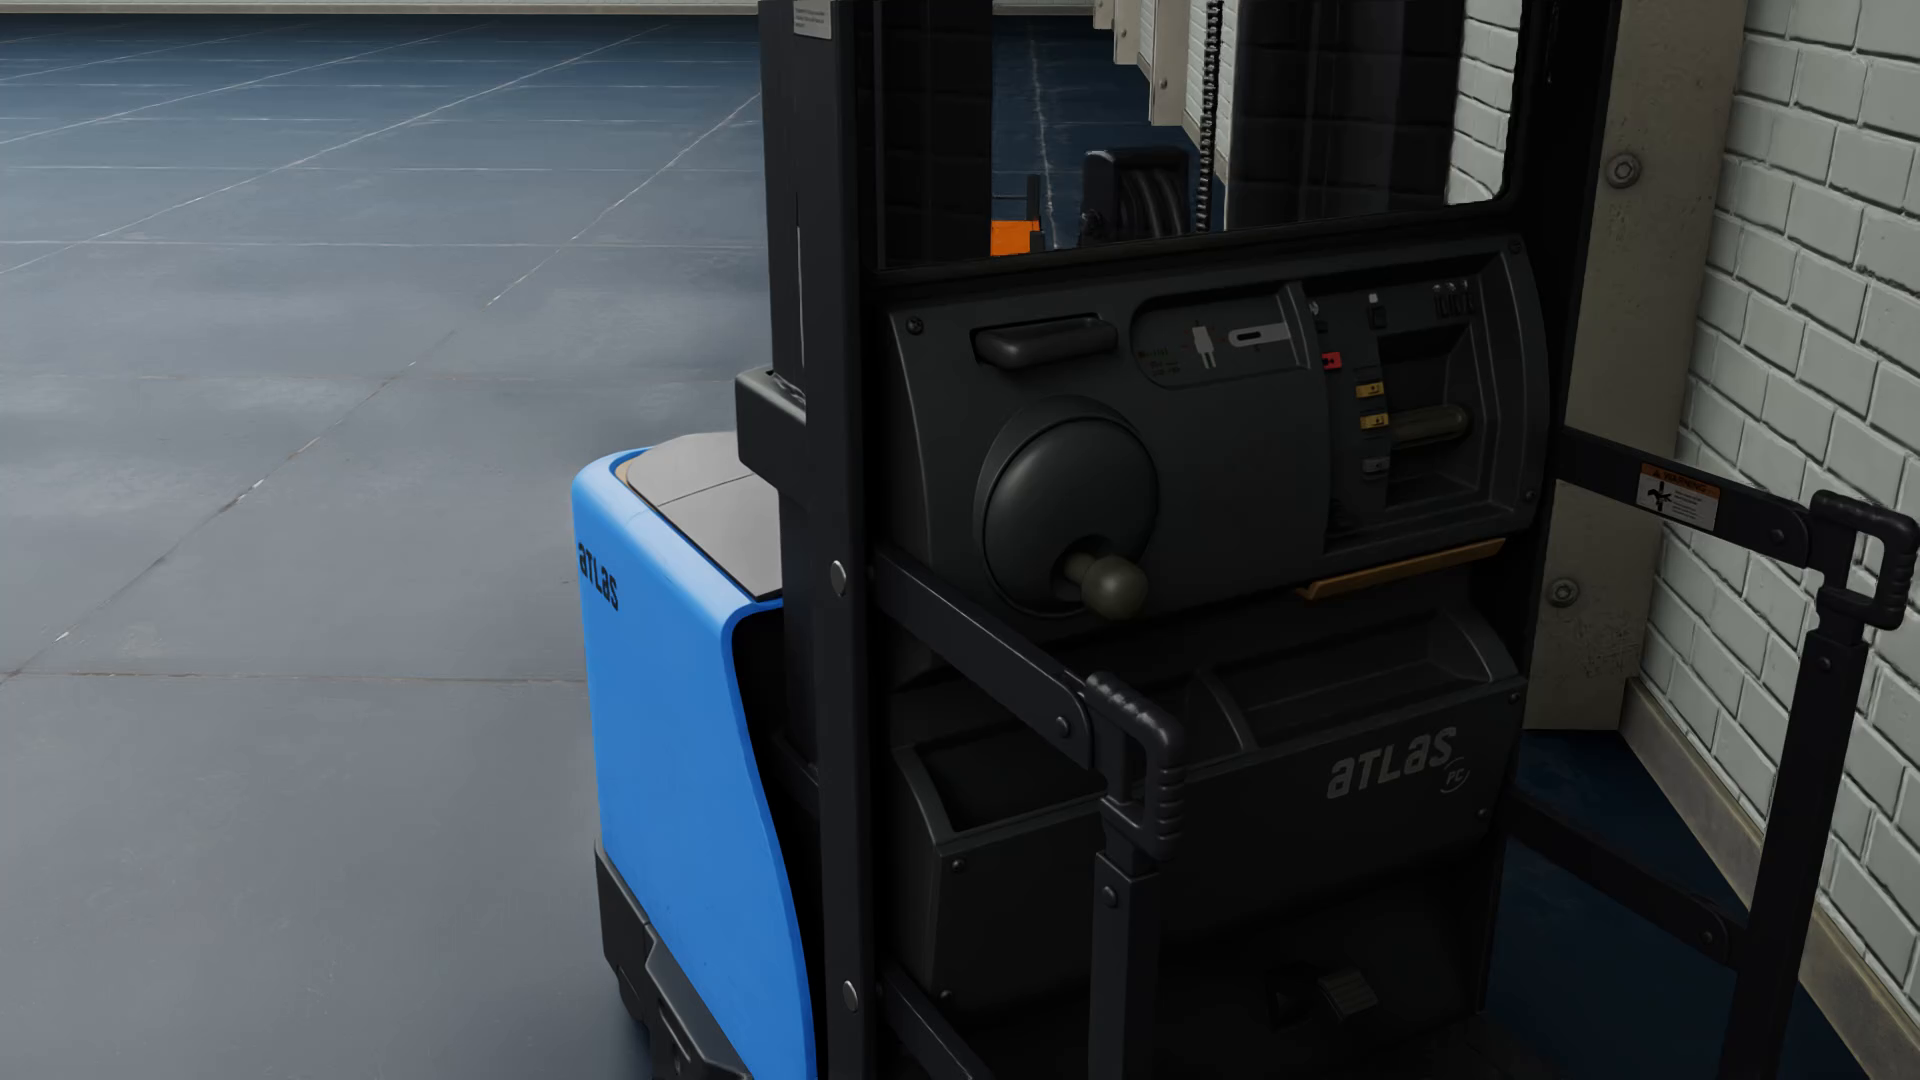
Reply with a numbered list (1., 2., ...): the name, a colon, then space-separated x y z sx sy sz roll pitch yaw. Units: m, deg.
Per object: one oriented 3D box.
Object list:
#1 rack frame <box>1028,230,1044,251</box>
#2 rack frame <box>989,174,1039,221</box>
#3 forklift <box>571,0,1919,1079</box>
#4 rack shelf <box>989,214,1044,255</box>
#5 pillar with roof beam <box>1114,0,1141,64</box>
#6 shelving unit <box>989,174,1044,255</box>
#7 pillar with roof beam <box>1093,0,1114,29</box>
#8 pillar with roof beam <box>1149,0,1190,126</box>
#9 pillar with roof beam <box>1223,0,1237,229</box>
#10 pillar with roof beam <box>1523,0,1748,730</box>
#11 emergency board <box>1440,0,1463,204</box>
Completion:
1. rack frame: -0.016 -0.338 4.845 0.500 1.125 0.032 1 21 2
2. rack frame: 0.015 -0.706 5.793 0.500 1.125 0.032 1 21 2
3. forklift: 0.453 -0.132 1.817 1.130 2.935 3.031 -11 24 -27
4. rack shelf: 0.000 -0.795 5.213 0.538 0.278 1.000 1 21 2
5. pillar with roof beam: -2.176 -10.336 19.728 9.100 9.000 0.400 1 21 2
6. shelving unit: 0.000 -0.522 5.319 0.538 1.125 1.048 1 21 2
7. pillar with roof beam: -1.994 -12.506 25.319 9.100 9.000 0.400 1 21 2
8. pillar with roof beam: -2.359 -8.167 14.137 9.100 9.000 0.400 1 21 2
9. pillar with roof beam: -2.541 -5.997 8.546 9.100 9.000 0.400 1 21 2
10. pillar with roof beam: -2.724 -3.828 2.955 9.100 9.000 0.400 1 21 2
11. emergency board: 1.692 -1.877 6.219 0.194 1.169 0.643 1 21 2
